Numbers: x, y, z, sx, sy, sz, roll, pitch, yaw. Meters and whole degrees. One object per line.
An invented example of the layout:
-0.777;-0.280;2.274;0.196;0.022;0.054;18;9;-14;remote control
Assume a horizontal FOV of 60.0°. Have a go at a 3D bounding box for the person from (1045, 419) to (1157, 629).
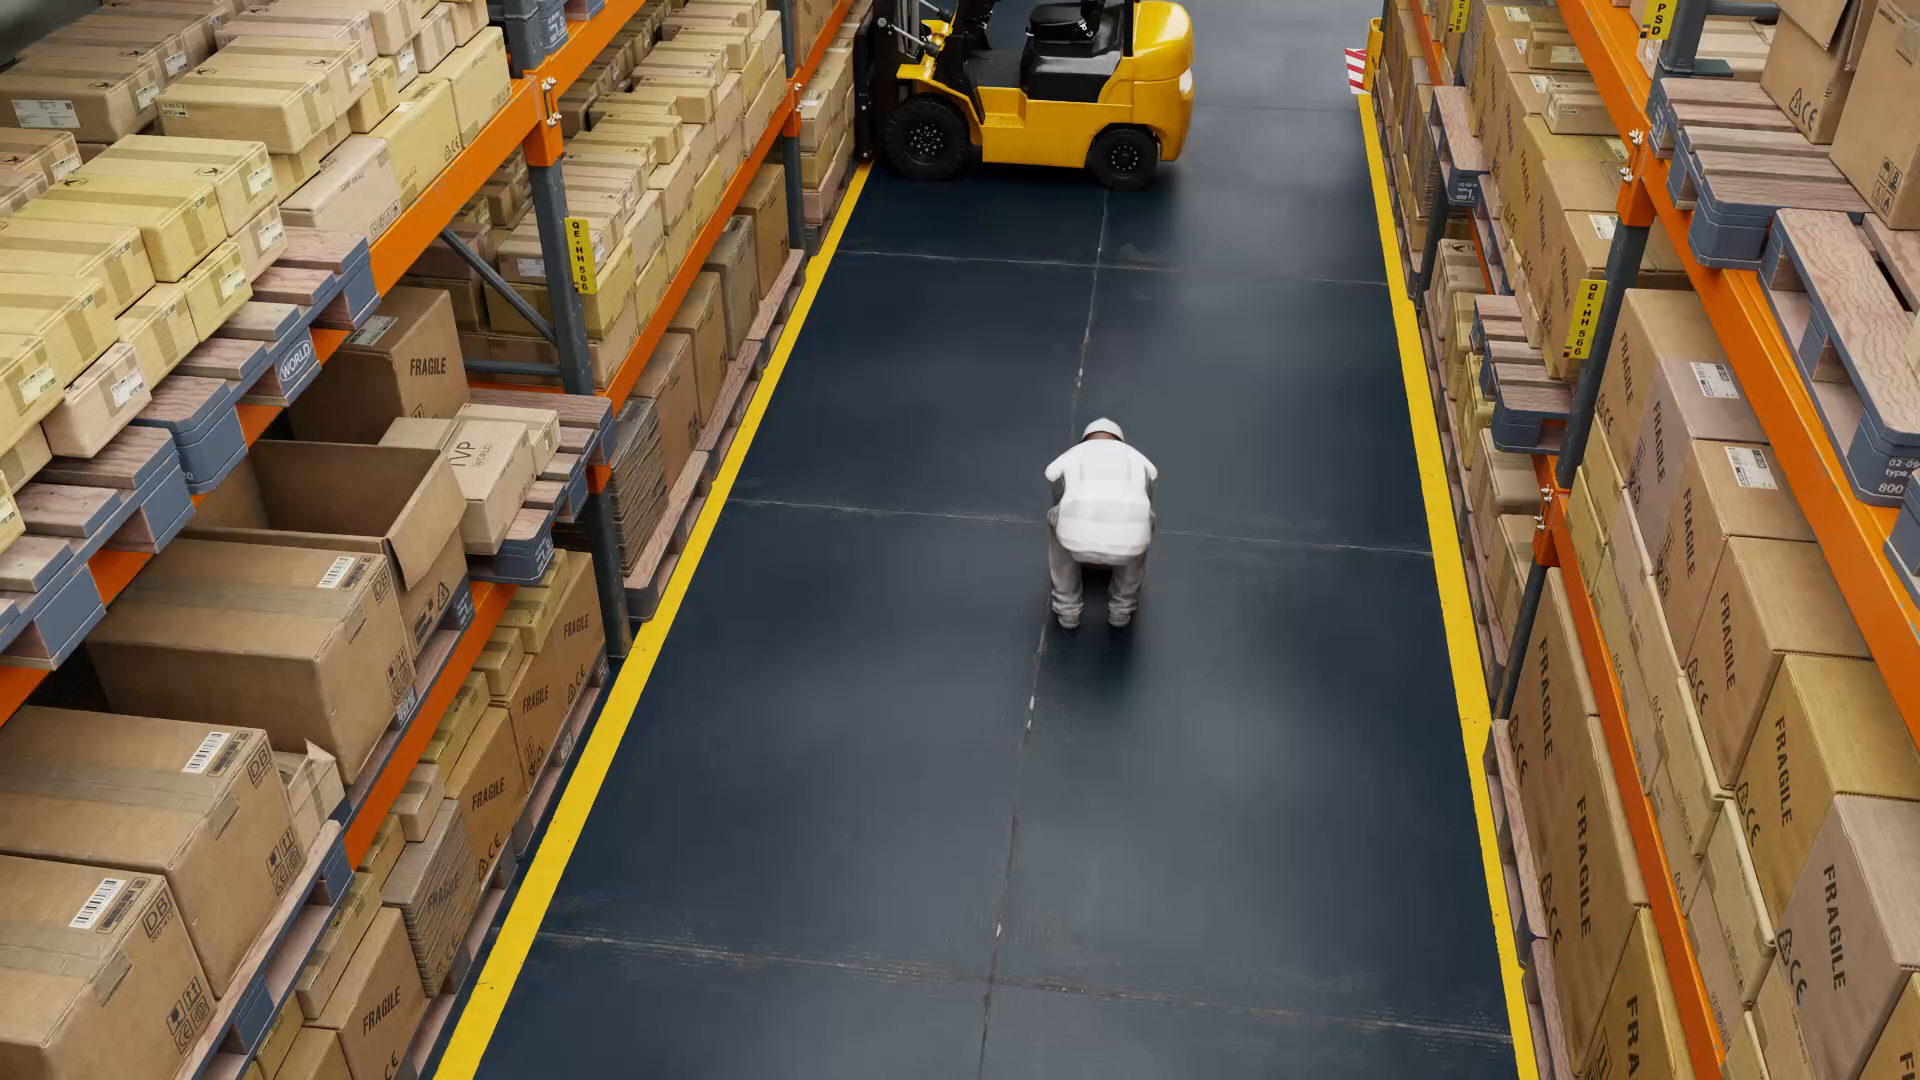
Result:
0.661;-0.063;7.951;0.534;0.844;0.991;3;36;5;person
